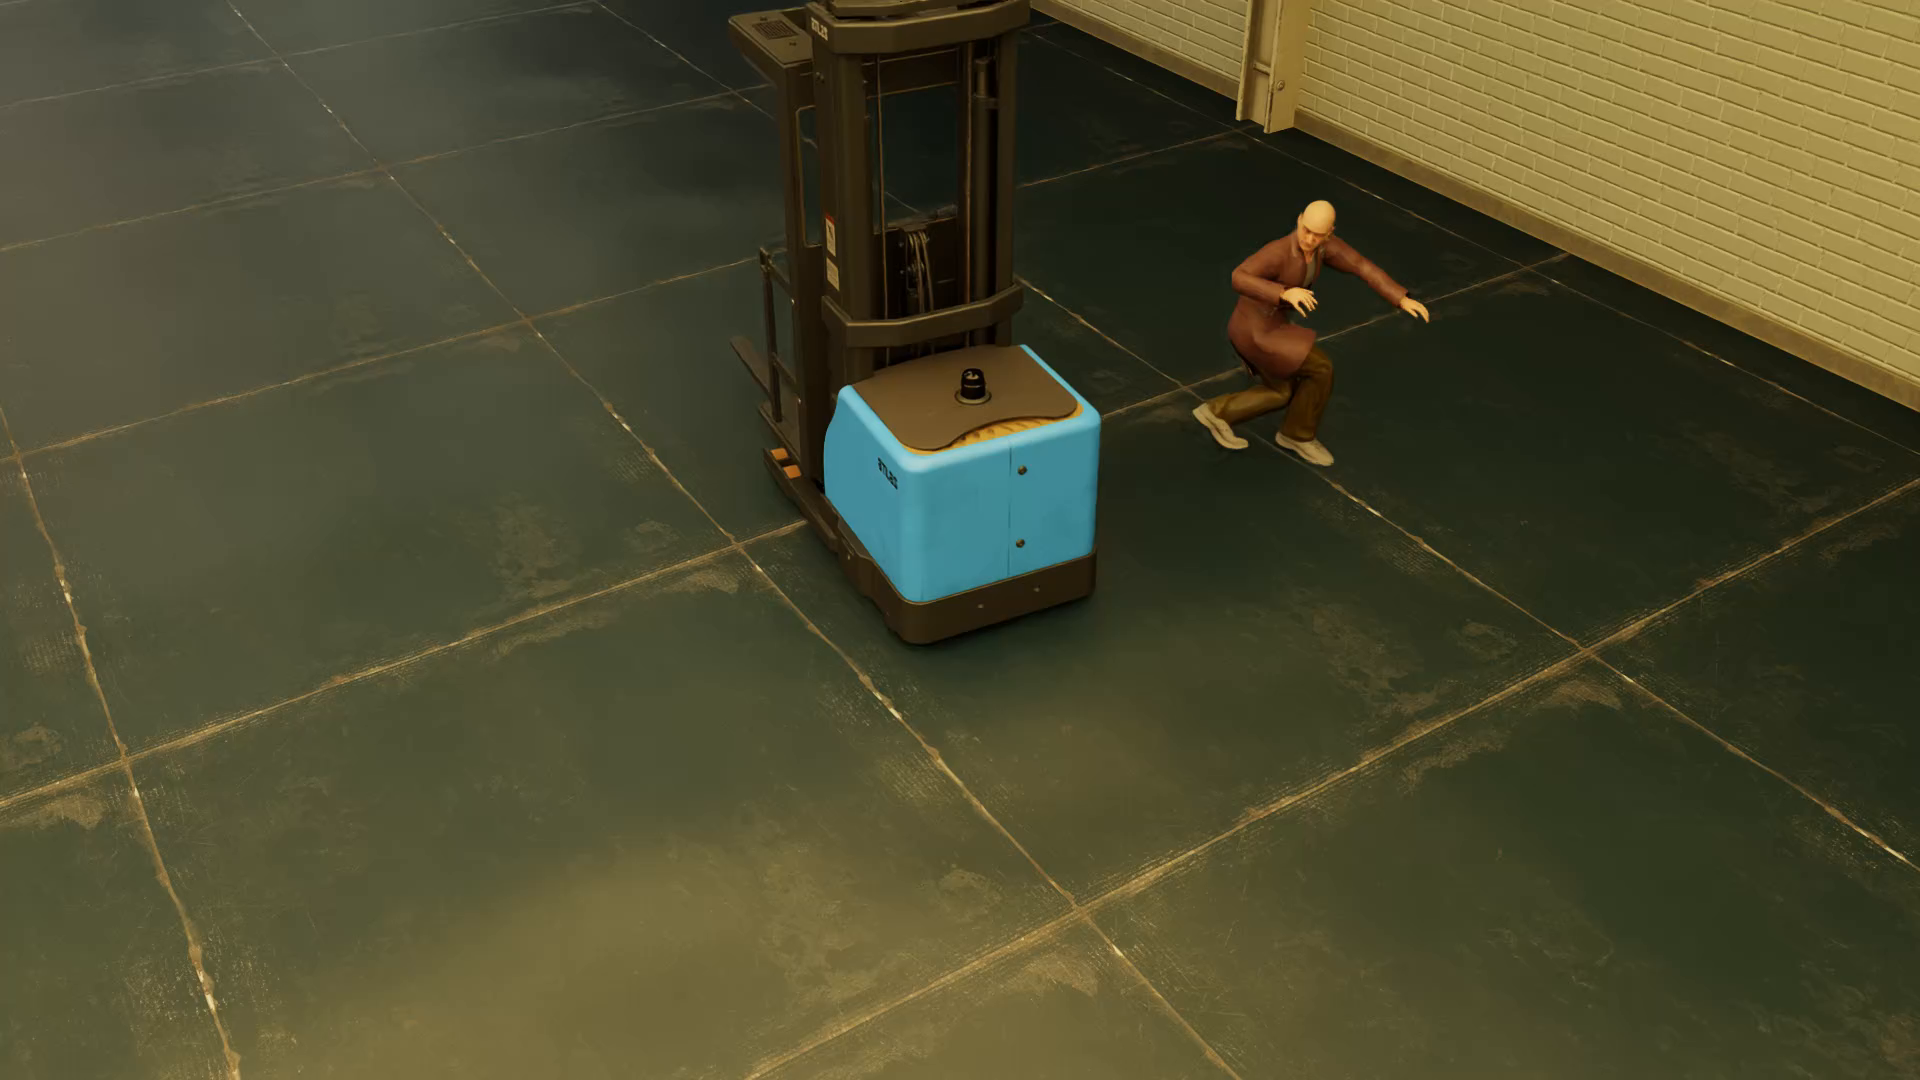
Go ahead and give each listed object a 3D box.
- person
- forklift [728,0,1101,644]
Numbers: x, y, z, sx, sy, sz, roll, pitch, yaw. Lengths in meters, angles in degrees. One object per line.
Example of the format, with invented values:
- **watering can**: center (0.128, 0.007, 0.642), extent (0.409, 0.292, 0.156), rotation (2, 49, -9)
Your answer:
- **person**: center (1.872, -1.055, 8.916), extent (1.185, 1.522, 0.875), rotation (10, 36, 14)
- **forklift**: center (-0.427, -1.540, 8.340), extent (1.130, 2.935, 3.031), rotation (-16, 38, -21)
